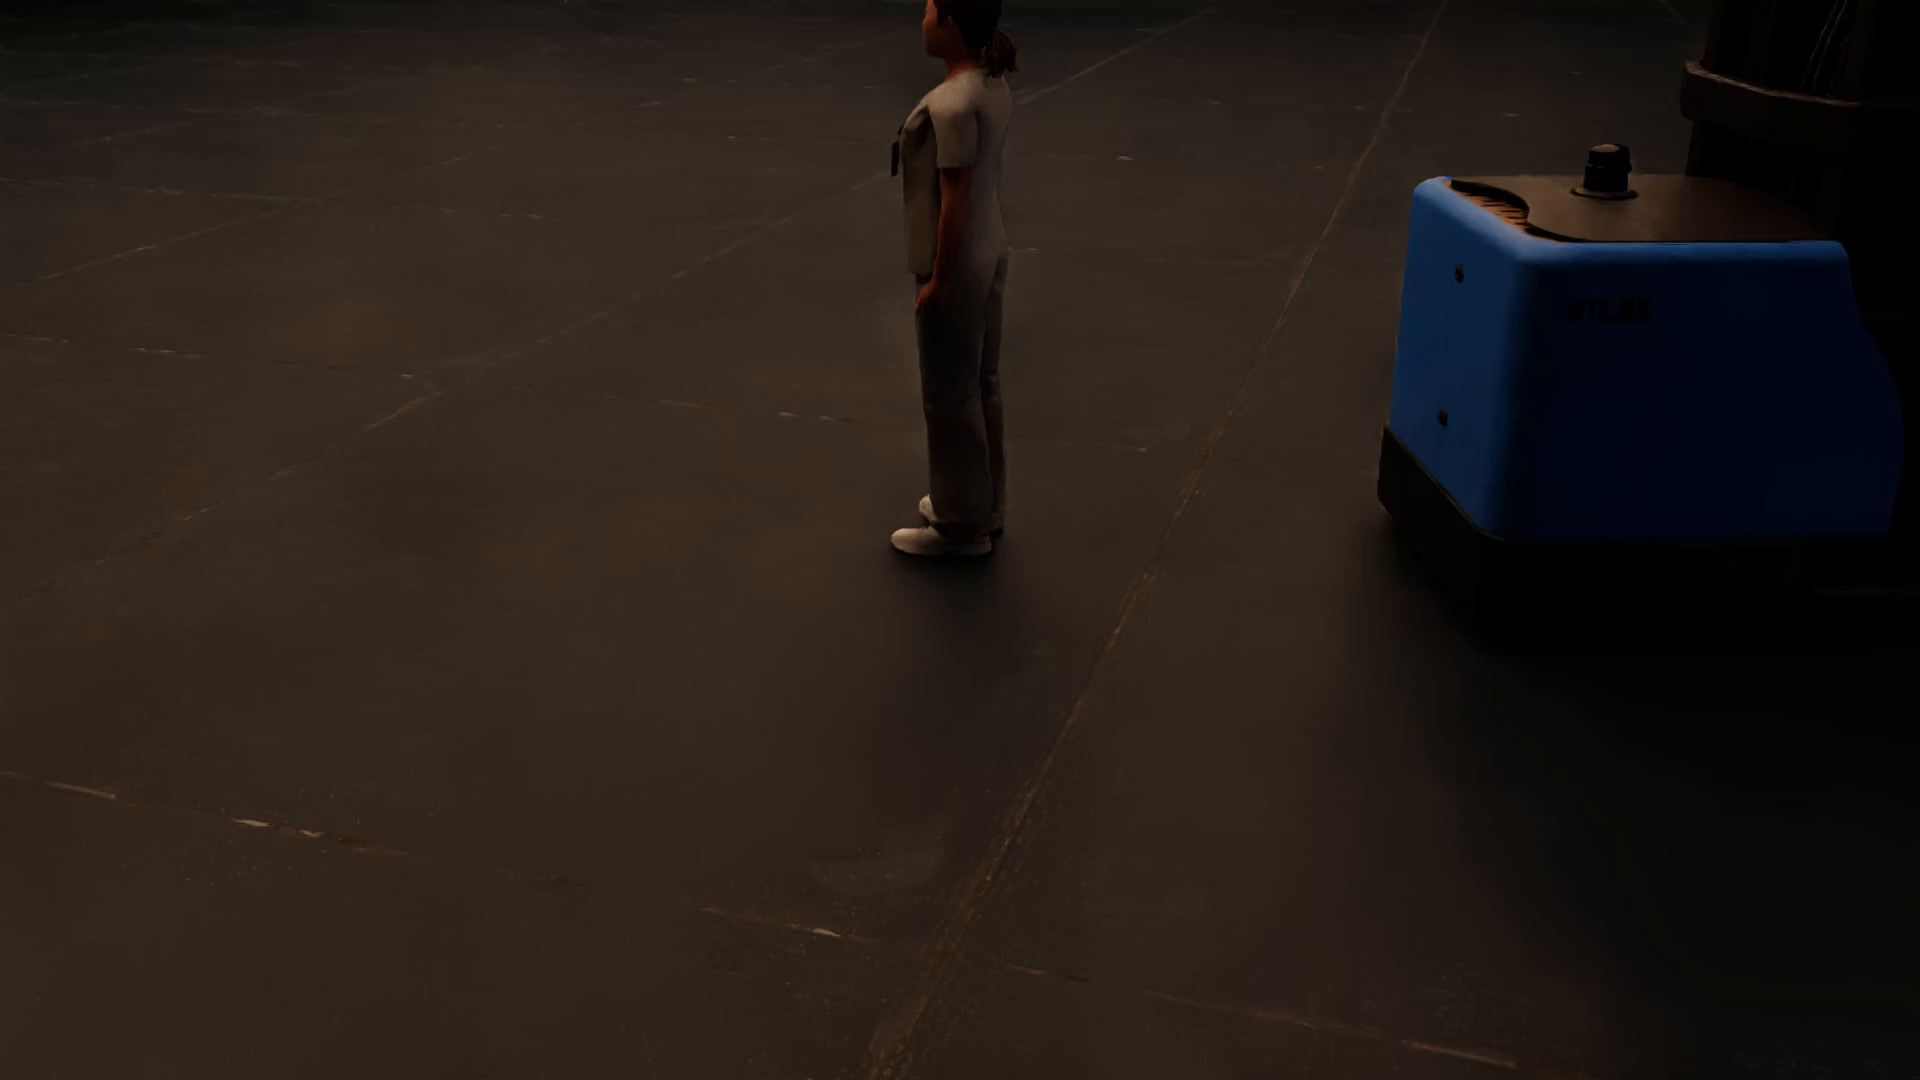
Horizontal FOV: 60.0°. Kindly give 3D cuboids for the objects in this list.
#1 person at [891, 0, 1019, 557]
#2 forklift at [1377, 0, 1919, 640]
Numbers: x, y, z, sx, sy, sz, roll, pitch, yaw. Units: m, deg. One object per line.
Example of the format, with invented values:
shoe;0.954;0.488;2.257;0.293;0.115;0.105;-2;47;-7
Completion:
person;-0.009;-0.773;4.803;0.365;1.673;0.432;7;23;16
forklift;2.851;-1.285;4.392;3.031;2.935;1.130;-1;22;-2
